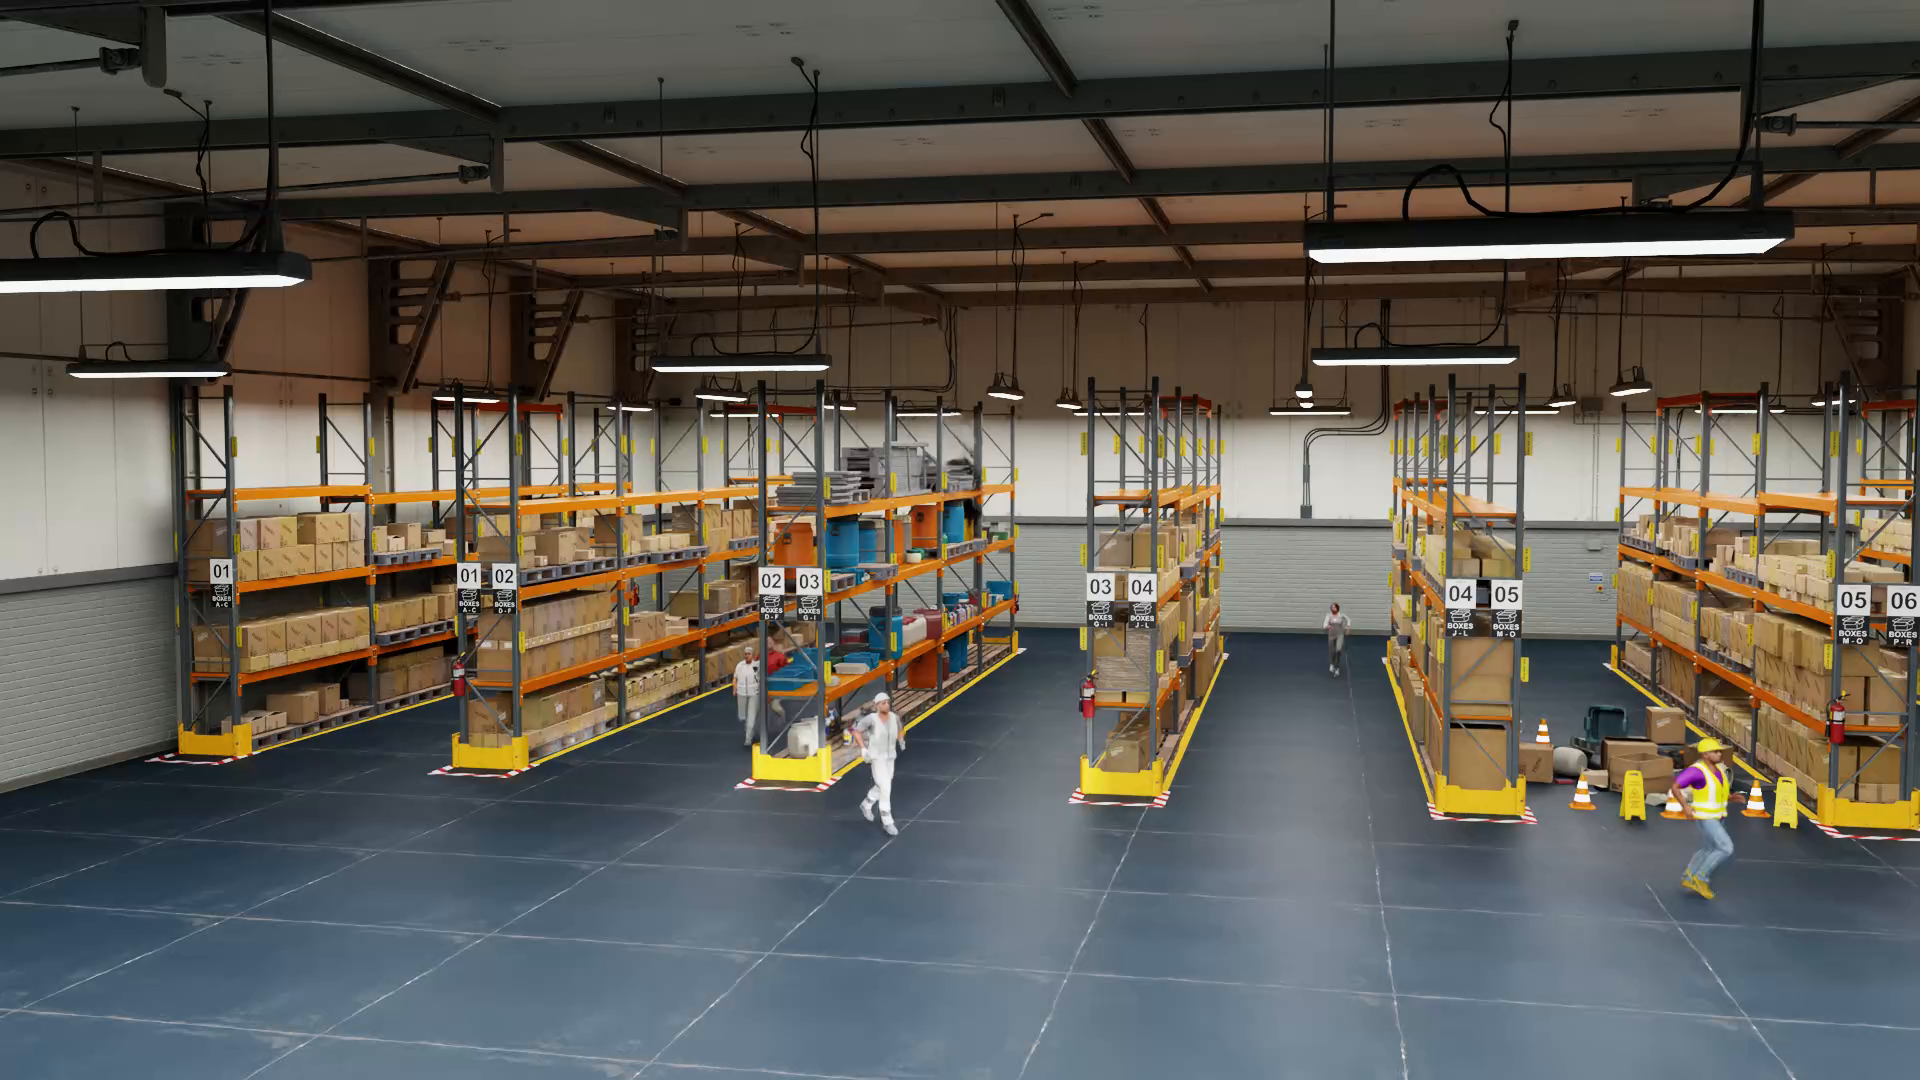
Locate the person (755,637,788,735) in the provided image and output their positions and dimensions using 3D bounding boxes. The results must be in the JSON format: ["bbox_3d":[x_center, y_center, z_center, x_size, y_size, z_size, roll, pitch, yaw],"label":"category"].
[{"bbox_3d":[-3.331,2.533,29.046,0.672,1.681,0.758,1,3,14],"label":"person"}]

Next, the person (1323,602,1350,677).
[{"bbox_3d":[8.236,2.169,36.384,0.549,1.620,0.828,1,3,20],"label":"person"}]

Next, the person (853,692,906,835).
[{"bbox_3d":[-1.017,2.870,21.706,0.649,1.794,0.891,-3,4,-40],"label":"person"}]

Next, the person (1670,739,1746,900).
[{"bbox_3d":[8.327,3.090,18.427,0.674,1.769,0.697,-3,4,-40],"label":"person"}]

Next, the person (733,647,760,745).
[{"bbox_3d":[-3.558,2.626,28.202,0.614,1.639,0.662,0,3,5],"label":"person"}]
